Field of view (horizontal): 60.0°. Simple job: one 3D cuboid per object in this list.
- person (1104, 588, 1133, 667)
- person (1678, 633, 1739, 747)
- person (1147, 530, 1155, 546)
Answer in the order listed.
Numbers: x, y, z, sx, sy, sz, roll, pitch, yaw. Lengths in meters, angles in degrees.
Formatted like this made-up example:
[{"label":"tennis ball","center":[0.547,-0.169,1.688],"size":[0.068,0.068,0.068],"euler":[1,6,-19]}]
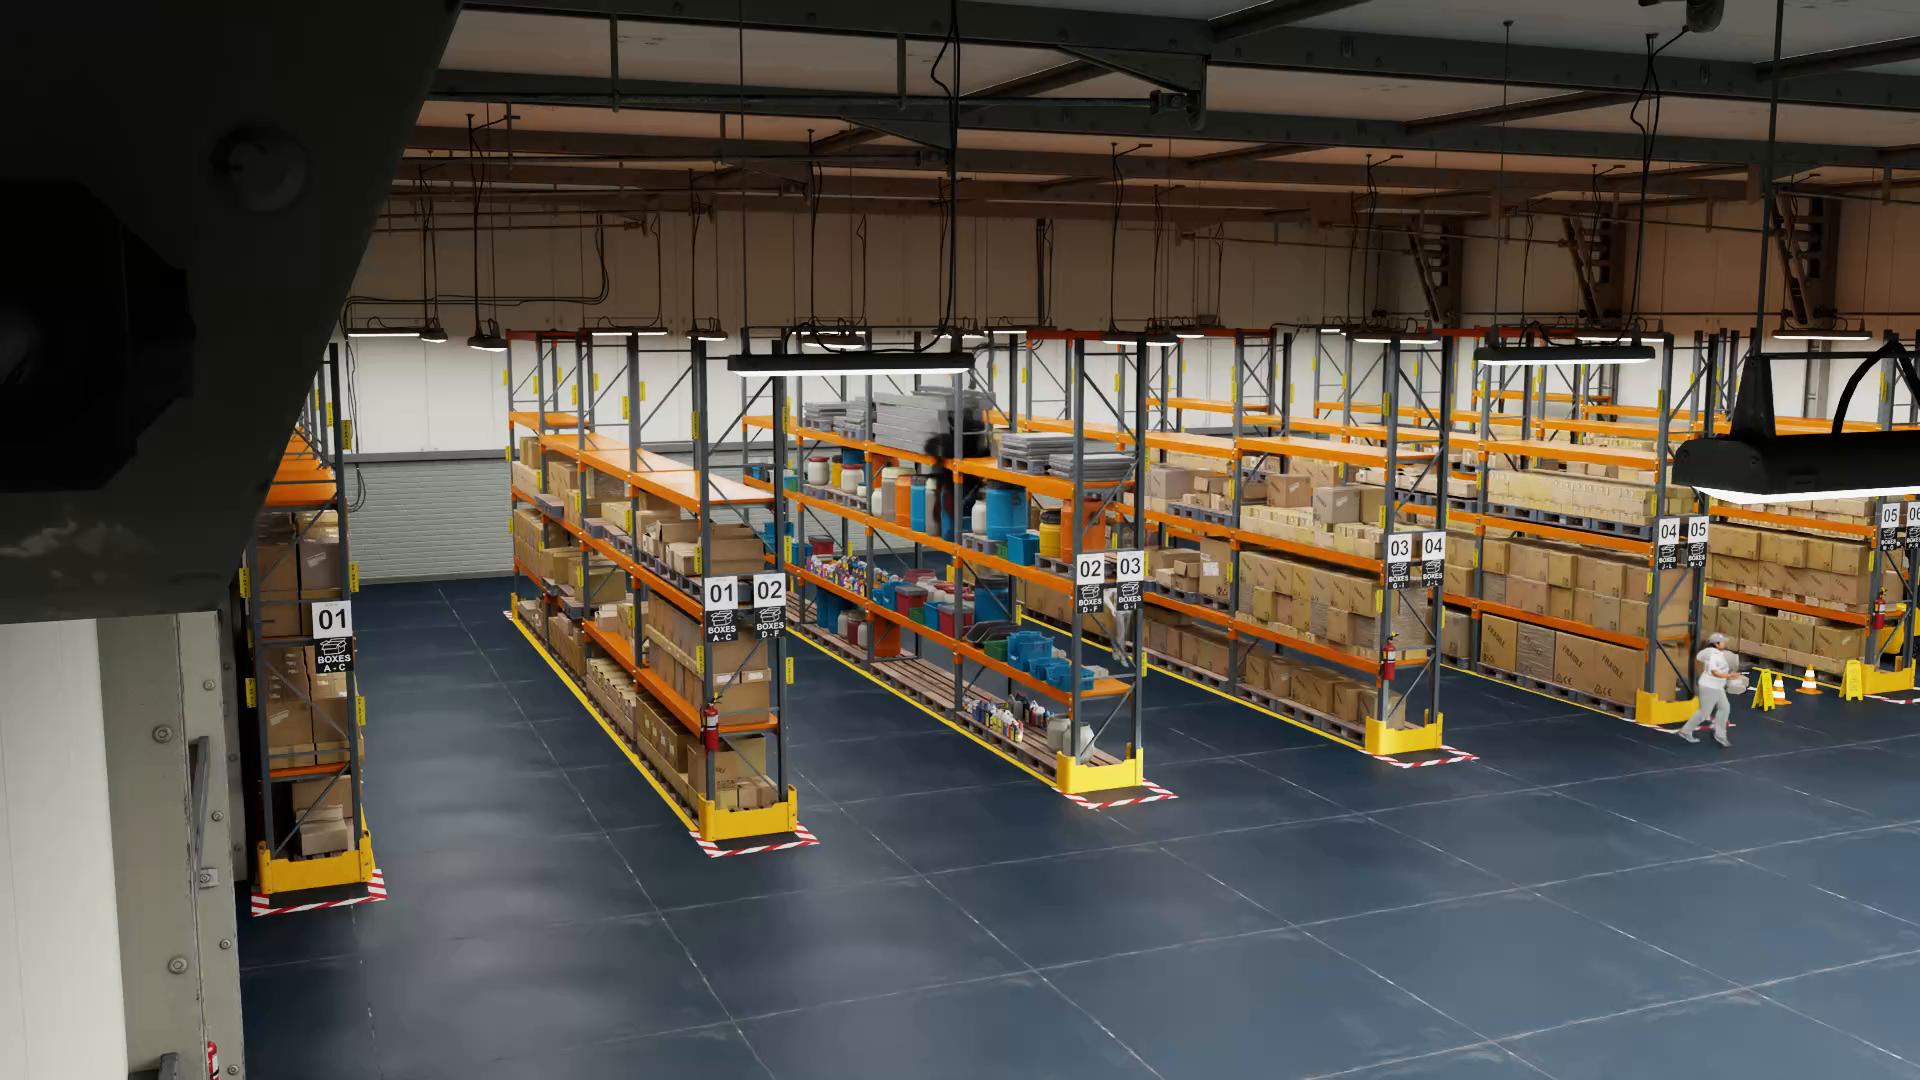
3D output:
[{"label":"person","center":[2.808,1.290,28.772],"size":[0.608,1.715,0.773],"euler":[-3,8,-19]},{"label":"person","center":[10.995,2.214,24.392],"size":[0.765,1.725,0.591],"euler":[3,9,24]},{"label":"person","center":[4.747,-0.174,41.693],"size":[0.868,1.711,0.568],"euler":[-4,9,-27]}]
